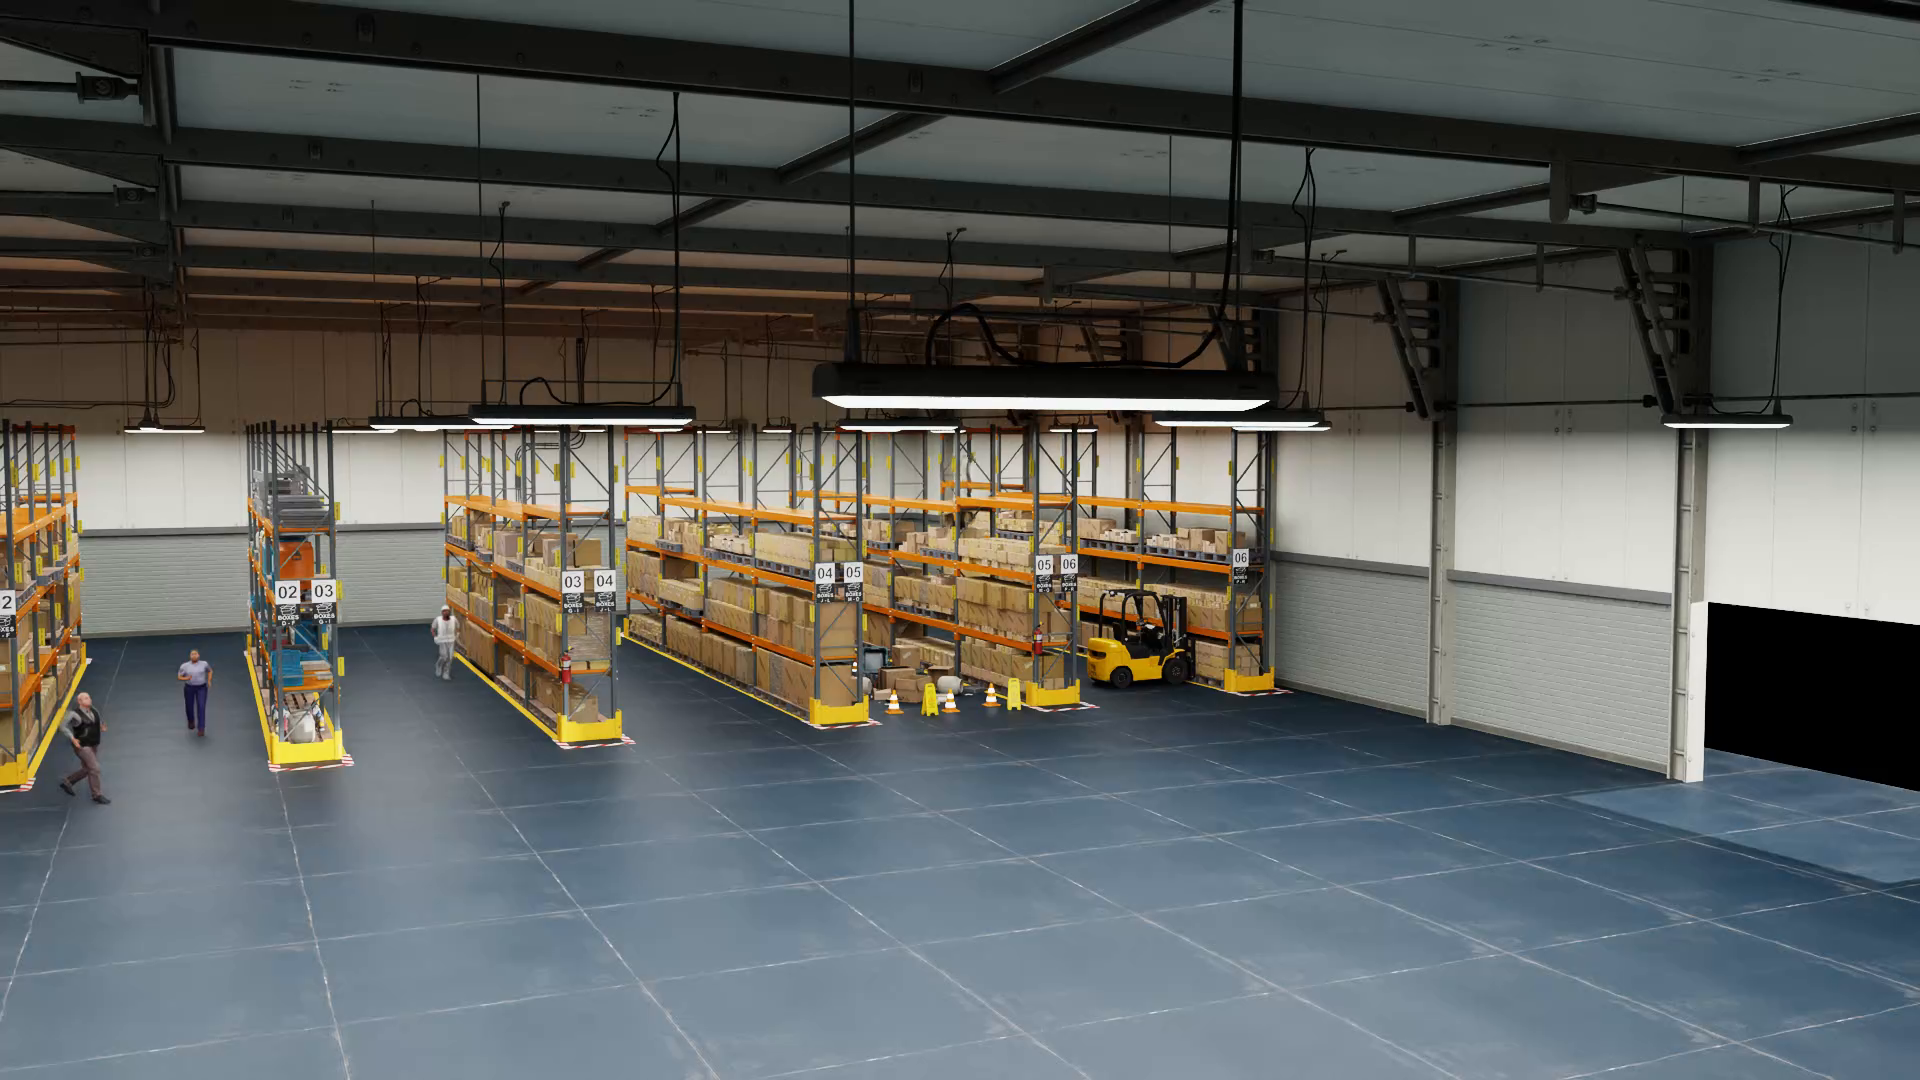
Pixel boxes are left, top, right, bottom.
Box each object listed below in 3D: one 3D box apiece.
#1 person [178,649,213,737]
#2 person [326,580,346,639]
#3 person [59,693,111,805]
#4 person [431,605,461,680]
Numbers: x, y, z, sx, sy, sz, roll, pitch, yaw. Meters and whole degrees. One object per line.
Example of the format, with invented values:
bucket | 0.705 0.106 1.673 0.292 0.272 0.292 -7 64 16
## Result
person | -14.630 2.900 31.829 0.607 1.620 0.941 -2 4 -24
person | -17.611 1.952 46.344 0.969 1.722 0.693 -1 4 -22
person | -13.670 3.240 25.974 0.891 1.733 0.648 1 4 9
person | -12.054 2.409 39.092 0.666 1.746 0.612 -2 4 -30
